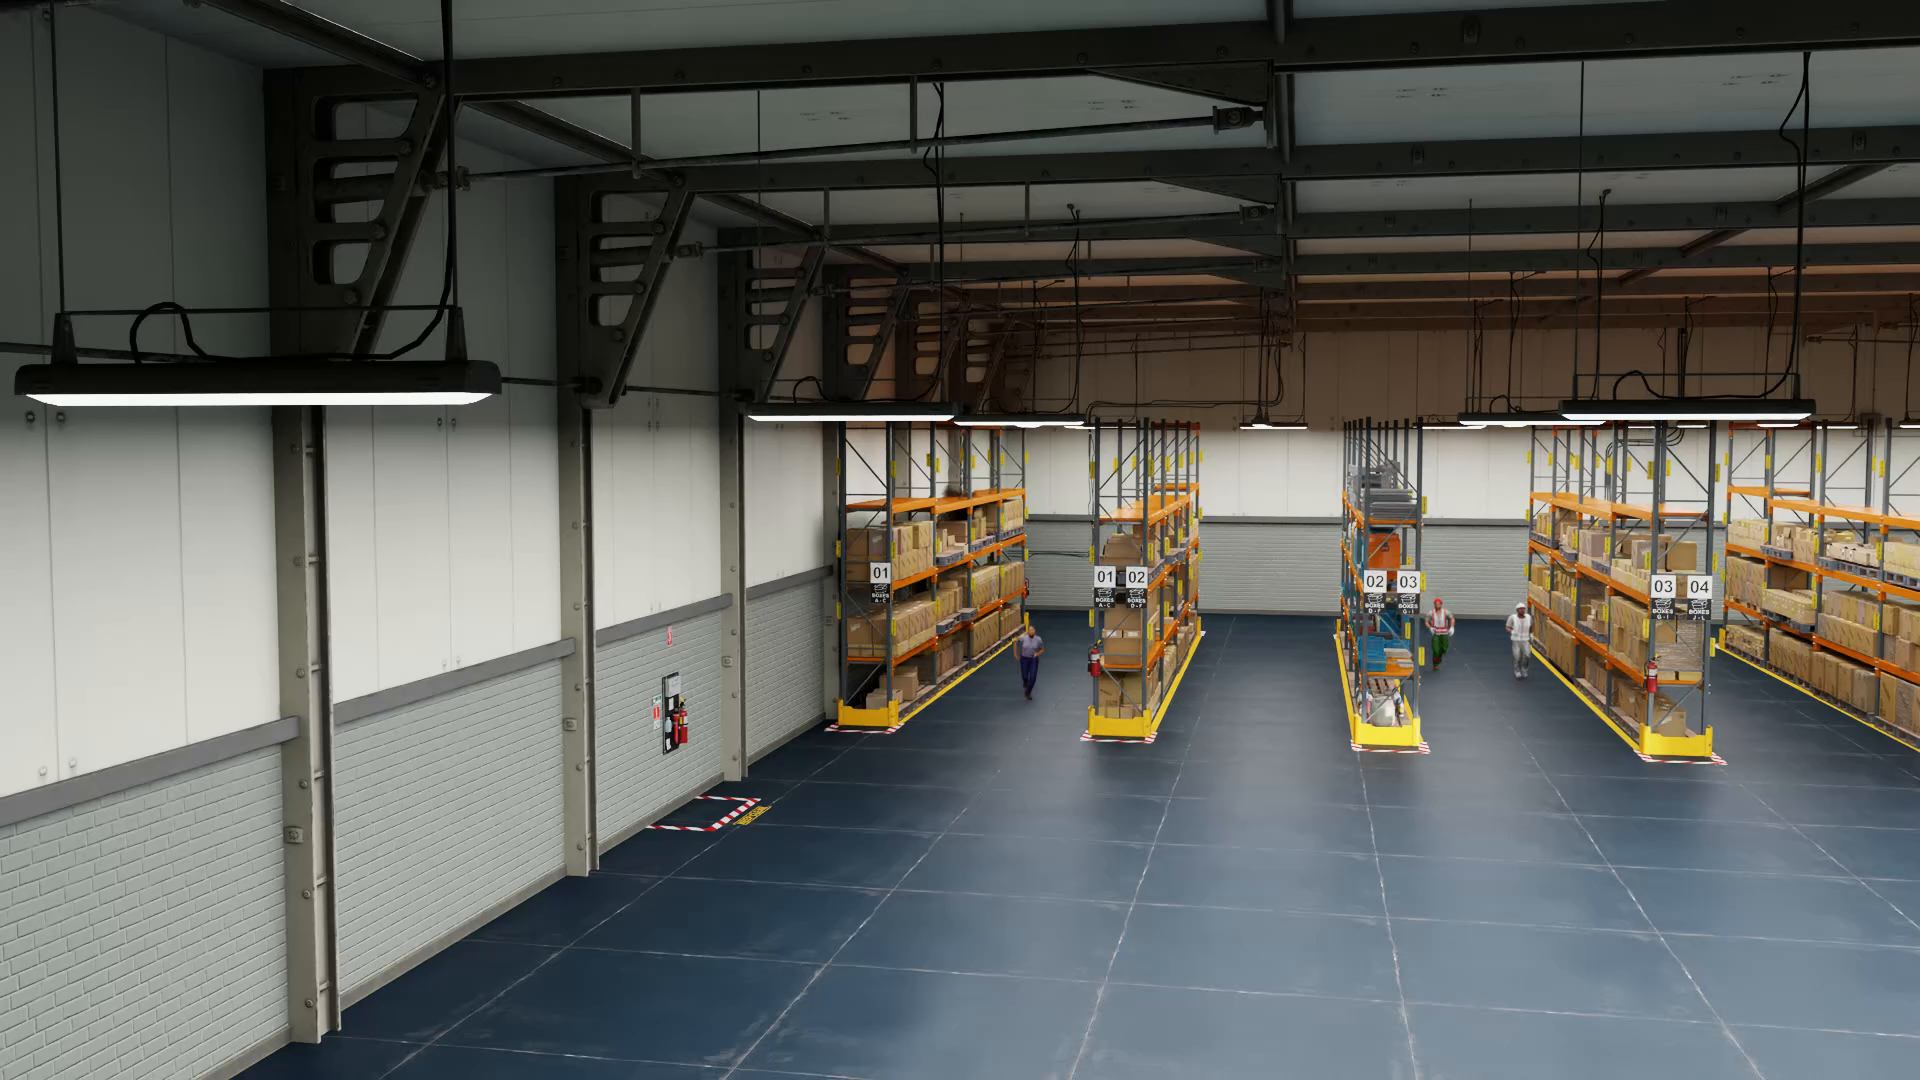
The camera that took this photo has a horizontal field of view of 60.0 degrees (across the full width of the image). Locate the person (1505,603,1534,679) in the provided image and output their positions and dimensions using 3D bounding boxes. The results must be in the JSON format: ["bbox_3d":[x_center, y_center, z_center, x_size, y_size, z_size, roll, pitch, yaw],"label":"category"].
[{"bbox_3d":[13.000,2.341,38.554,0.674,1.761,0.643,1,4,9],"label":"person"}]

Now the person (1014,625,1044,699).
[{"bbox_3d":[1.481,2.627,35.669,0.645,1.600,0.623,0,4,-2],"label":"person"}]

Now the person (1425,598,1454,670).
[{"bbox_3d":[11.489,2.268,39.839,0.699,1.742,0.656,1,4,12],"label":"person"}]
